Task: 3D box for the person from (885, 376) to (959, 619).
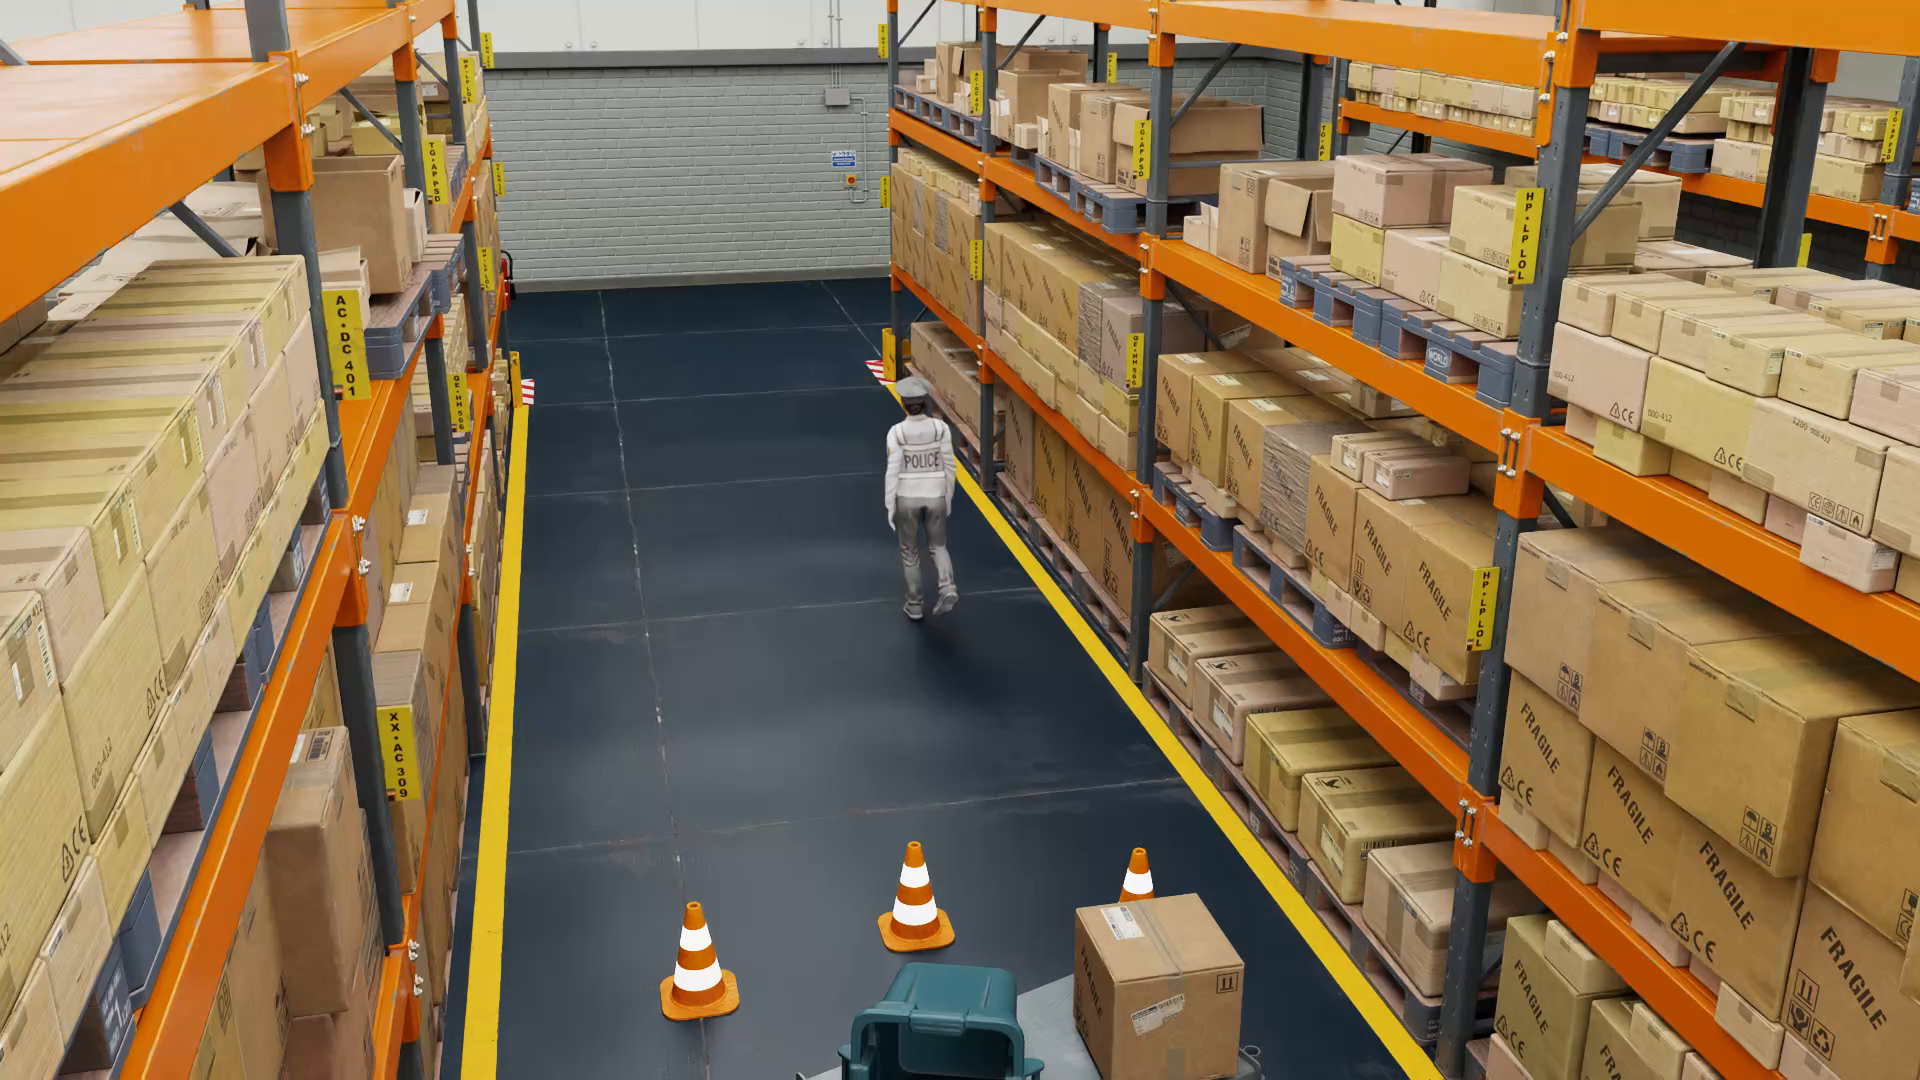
[{"bbox_3d":[-0.243,-0.227,11.139,0.501,1.669,0.604,-4,20,-12],"label":"person"}]
